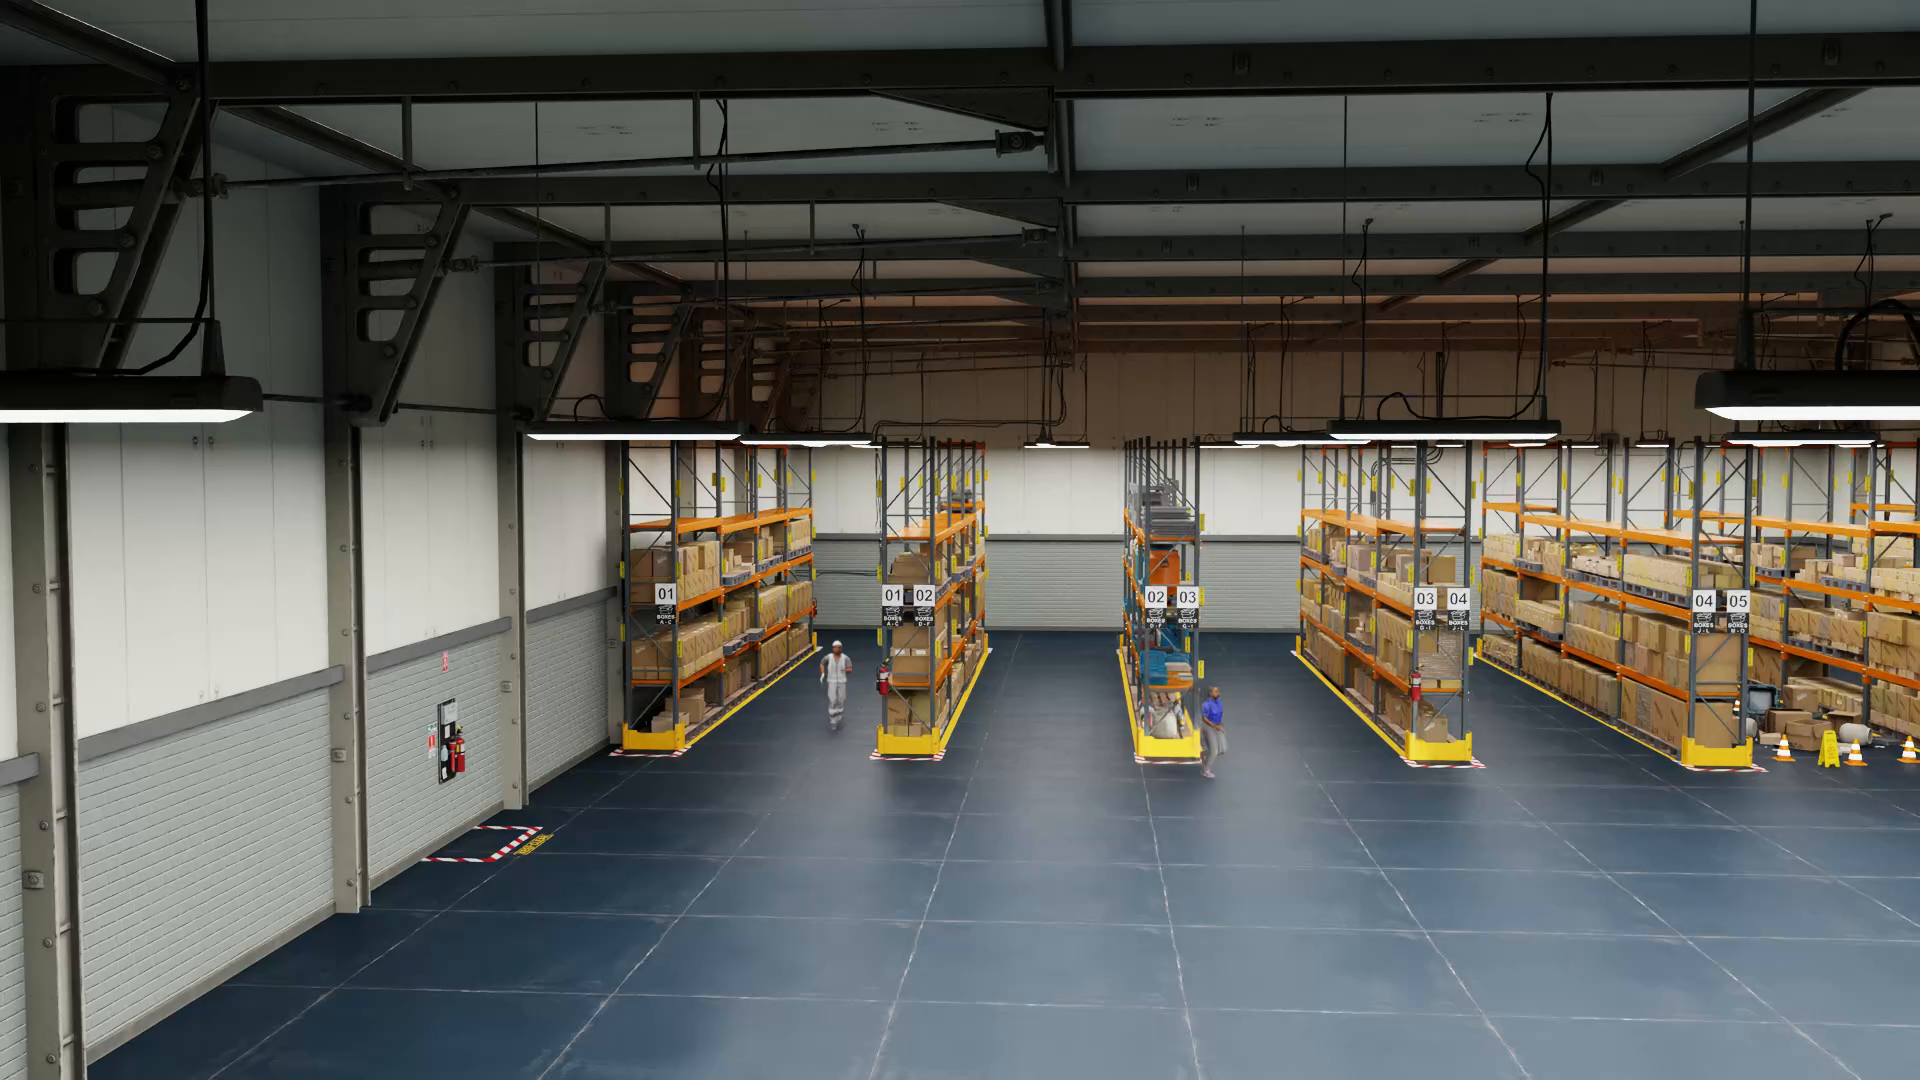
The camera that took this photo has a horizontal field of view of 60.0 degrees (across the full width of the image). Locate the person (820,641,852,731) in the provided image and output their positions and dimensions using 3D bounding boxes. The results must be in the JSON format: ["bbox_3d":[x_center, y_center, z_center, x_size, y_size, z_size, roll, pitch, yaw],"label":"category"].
[{"bbox_3d":[-2.545,2.994,34.271,0.645,1.847,0.777,-1,3,-12],"label":"person"}]

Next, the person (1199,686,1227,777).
[{"bbox_3d":[4.471,3.362,29.261,0.593,1.619,0.605,-3,4,-45],"label":"person"}]

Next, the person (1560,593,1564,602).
[{"bbox_3d":[17.051,2.320,47.457,0.575,1.720,0.712,1,3,11],"label":"person"}]
